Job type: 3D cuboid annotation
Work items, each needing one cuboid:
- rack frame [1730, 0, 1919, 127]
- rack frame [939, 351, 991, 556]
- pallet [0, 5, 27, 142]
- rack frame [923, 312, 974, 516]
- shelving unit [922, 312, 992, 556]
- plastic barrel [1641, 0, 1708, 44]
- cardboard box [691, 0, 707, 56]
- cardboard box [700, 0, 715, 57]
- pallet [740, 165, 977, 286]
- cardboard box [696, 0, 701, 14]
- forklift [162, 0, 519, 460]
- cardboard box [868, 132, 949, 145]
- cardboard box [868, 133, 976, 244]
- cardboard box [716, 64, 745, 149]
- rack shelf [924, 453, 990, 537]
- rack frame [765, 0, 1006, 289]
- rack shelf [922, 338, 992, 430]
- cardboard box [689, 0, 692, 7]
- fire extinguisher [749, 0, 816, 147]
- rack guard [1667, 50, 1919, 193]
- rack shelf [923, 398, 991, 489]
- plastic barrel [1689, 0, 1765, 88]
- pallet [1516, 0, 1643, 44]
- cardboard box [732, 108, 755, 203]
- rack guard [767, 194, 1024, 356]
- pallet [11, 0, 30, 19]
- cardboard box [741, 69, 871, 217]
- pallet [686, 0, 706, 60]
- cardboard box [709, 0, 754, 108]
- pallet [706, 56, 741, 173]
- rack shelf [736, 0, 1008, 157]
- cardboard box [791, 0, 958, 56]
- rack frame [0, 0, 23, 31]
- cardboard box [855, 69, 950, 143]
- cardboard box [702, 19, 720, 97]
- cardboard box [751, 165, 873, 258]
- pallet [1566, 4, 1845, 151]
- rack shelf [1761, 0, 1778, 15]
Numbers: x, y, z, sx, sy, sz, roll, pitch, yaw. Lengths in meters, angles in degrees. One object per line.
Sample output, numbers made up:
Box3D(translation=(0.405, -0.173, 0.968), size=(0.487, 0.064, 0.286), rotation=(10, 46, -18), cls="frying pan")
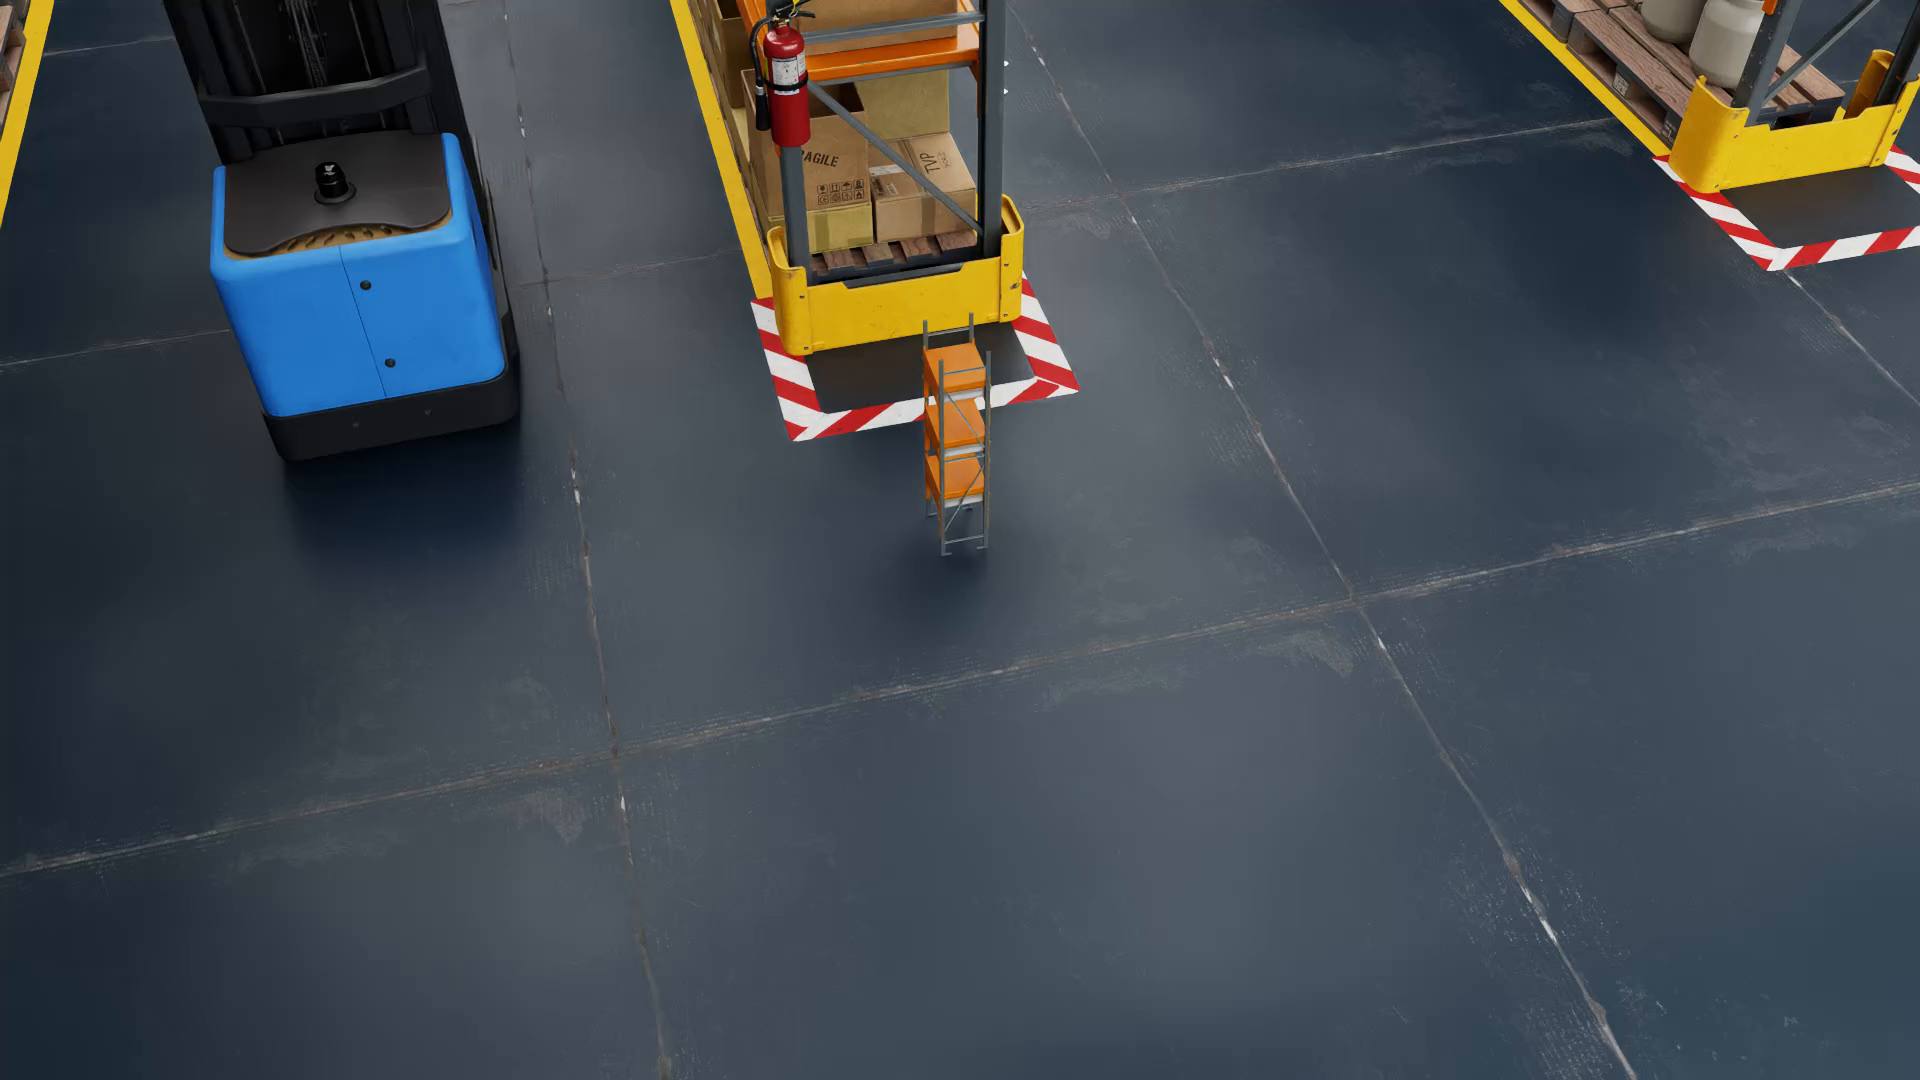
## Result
Box3D(translation=(4.486, -3.054, 7.894), size=(1.000, 3.000, 0.127), rotation=(-11, 47, -10), cls="rack frame")
Box3D(translation=(0.018, -0.320, 6.579), size=(0.200, 1.050, 0.008), rotation=(-11, 47, -10), cls="rack frame")
Box3D(translation=(-5.909, -2.571, 9.373), size=(1.003, 0.211, 1.213), rotation=(-11, 47, -10), cls="pallet")
Box3D(translation=(-0.045, -0.489, 6.745), size=(0.200, 1.050, 0.008), rotation=(-11, 47, -10), cls="rack frame")
Box3D(translation=(-0.014, -0.404, 6.662), size=(0.215, 1.050, 0.252), rotation=(-11, 47, -10), cls="shelving unit")
Box3D(translation=(4.115, -3.117, 9.403), size=(0.421, 0.512, 0.421), rotation=(0, 46, 0), cls="plastic barrel")
Box3D(translation=(-1.256, -3.030, 9.501), size=(0.500, 0.250, 0.500), rotation=(-11, 47, -10), cls="cardboard box")
Box3D(translation=(-1.126, -2.947, 8.895), size=(0.500, 0.500, 0.500), rotation=(-11, 47, -10), cls="cardboard box")
Box3D(translation=(-0.540, -1.696, 8.515), size=(1.003, 0.211, 1.213), rotation=(-11, 47, -10), cls="pallet")
Box3D(translation=(-1.255, -3.292, 9.233), size=(0.500, 0.500, 0.500), rotation=(-11, 47, -10), cls="cardboard box")
Box3D(translation=(-2.886, -2.446, 7.345), size=(1.130, 2.935, 3.031), rotation=(-12, 47, -11), cls="forklift")
Box3D(translation=(-0.357, -2.091, 8.581), size=(0.500, 0.250, 0.500), rotation=(-11, 47, -10), cls="cardboard box")
Box3D(translation=(-0.226, -1.747, 8.244), size=(0.500, 0.250, 0.500), rotation=(-11, 47, -10), cls="cardboard box")
Box3D(translation=(-0.996, -2.340, 8.825), size=(0.500, 0.250, 0.500), rotation=(-11, 47, -10), cls="cardboard box")
Box3D(translation=(-0.014, -0.202, 6.868), size=(0.215, 0.259, 0.240), rotation=(-11, 47, -10), cls="rack shelf")
Box3D(translation=(-0.304, -2.151, 7.009), size=(1.000, 3.000, 0.127), rotation=(-11, 47, -10), cls="rack frame")
Box3D(translation=(-0.014, -0.596, 6.467), size=(0.215, 0.259, 0.240), rotation=(-11, 47, -10), cls="rack shelf")
Box3D(translation=(-1.379, -3.376, 9.840), size=(0.500, 0.250, 0.500), rotation=(-11, 47, -10), cls="cardboard box")
Box3D(translation=(-0.722, -1.958, 6.873), size=(0.296, 0.674, 0.183), rotation=(-11, 47, -10), cls="fire extinguisher")
Box3D(translation=(4.421, -2.223, 8.830), size=(1.175, 0.500, 0.348), rotation=(-11, 47, -10), cls="rack guard")
Box3D(translation=(-0.014, -0.397, 6.670), size=(0.215, 0.259, 0.240), rotation=(-11, 47, -10), cls="rack shelf")
Box3D(translation=(4.243, -2.771, 9.064), size=(0.421, 0.512, 0.421), rotation=(0, 46, 0), cls="plastic barrel")
Box3D(translation=(3.909, -3.525, 10.307), size=(1.003, 0.211, 1.213), rotation=(-11, 47, -10), cls="pallet")
Box3D(translation=(-0.866, -1.995, 8.487), size=(0.500, 0.250, 0.500), rotation=(-11, 47, -10), cls="cardboard box")
Box3D(translation=(-0.297, -1.260, 7.885), size=(1.175, 0.500, 0.348), rotation=(-11, 47, -10), cls="rack guard")
Box3D(translation=(-6.316, -3.566, 10.348), size=(1.003, 0.211, 1.213), rotation=(-11, 47, -10), cls="pallet")
Box3D(translation=(-0.729, -1.914, 7.883), size=(0.500, 0.500, 0.500), rotation=(-11, 47, -10), cls="cardboard box")
Box3D(translation=(-1.165, -3.380, 10.166), size=(1.003, 0.211, 1.213), rotation=(-11, 47, -10), cls="pallet")
Box3D(translation=(-0.999, -2.602, 8.557), size=(0.500, 0.500, 0.500), rotation=(-11, 47, -10), cls="cardboard box")
Box3D(translation=(-0.849, -2.536, 9.339), size=(1.003, 0.211, 1.213), rotation=(-11, 47, -10), cls="pallet")
Box3D(translation=(-0.816, -3.280, 8.619), size=(1.077, 0.370, 4.000), rotation=(-11, 47, -10), cls="rack shelf")
Box3D(translation=(-0.411, -2.511, 7.291), size=(0.700, 0.500, 0.500), rotation=(-11, 47, -10), cls="cardboard box")
Box3D(translation=(-6.115, -4.005, 8.825), size=(1.000, 3.000, 0.127), rotation=(-11, 47, -10), cls="rack frame")
Box3D(translation=(-0.356, -2.354, 8.314), size=(0.500, 0.500, 0.500), rotation=(-11, 47, -10), cls="cardboard box")
Box3D(translation=(-1.122, -2.686, 9.164), size=(0.500, 0.250, 0.500), rotation=(-11, 47, -10), cls="cardboard box")
Box3D(translation=(-0.727, -1.652, 8.151), size=(0.500, 0.250, 0.500), rotation=(-11, 47, -10), cls="cardboard box")
Box3D(translation=(4.218, -2.684, 9.483), size=(1.003, 0.211, 1.213), rotation=(-11, 47, -10), cls="pallet")
Box3D(translation=(3.974, -4.183, 9.504), size=(1.077, 0.370, 4.000), rotation=(-11, 47, -10), cls="rack shelf")
